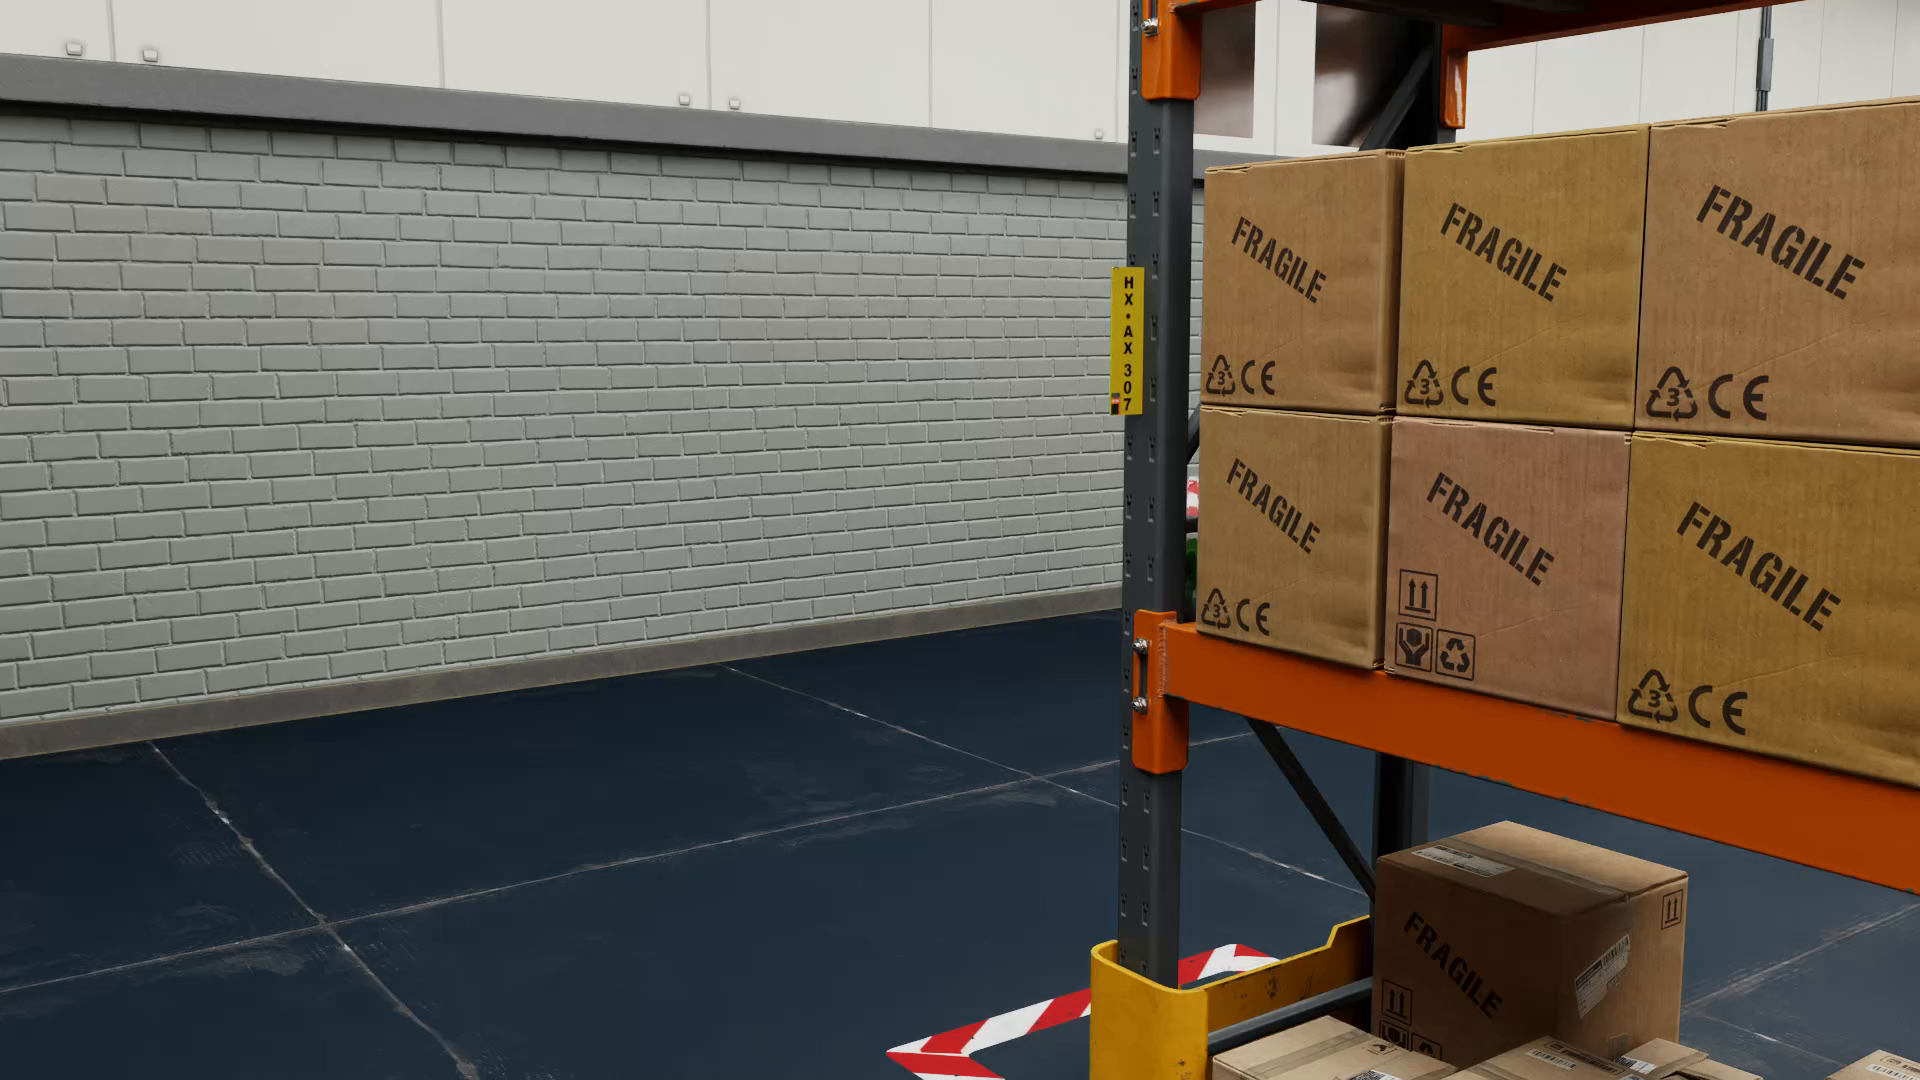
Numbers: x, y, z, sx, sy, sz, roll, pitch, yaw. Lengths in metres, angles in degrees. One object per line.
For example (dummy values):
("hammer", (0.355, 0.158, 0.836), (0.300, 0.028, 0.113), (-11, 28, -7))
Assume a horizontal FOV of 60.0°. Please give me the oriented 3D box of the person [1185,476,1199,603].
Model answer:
("person", (1.479, 0.135, 9.641), (0.950, 1.136, 0.517), (-6, 10, -39))
